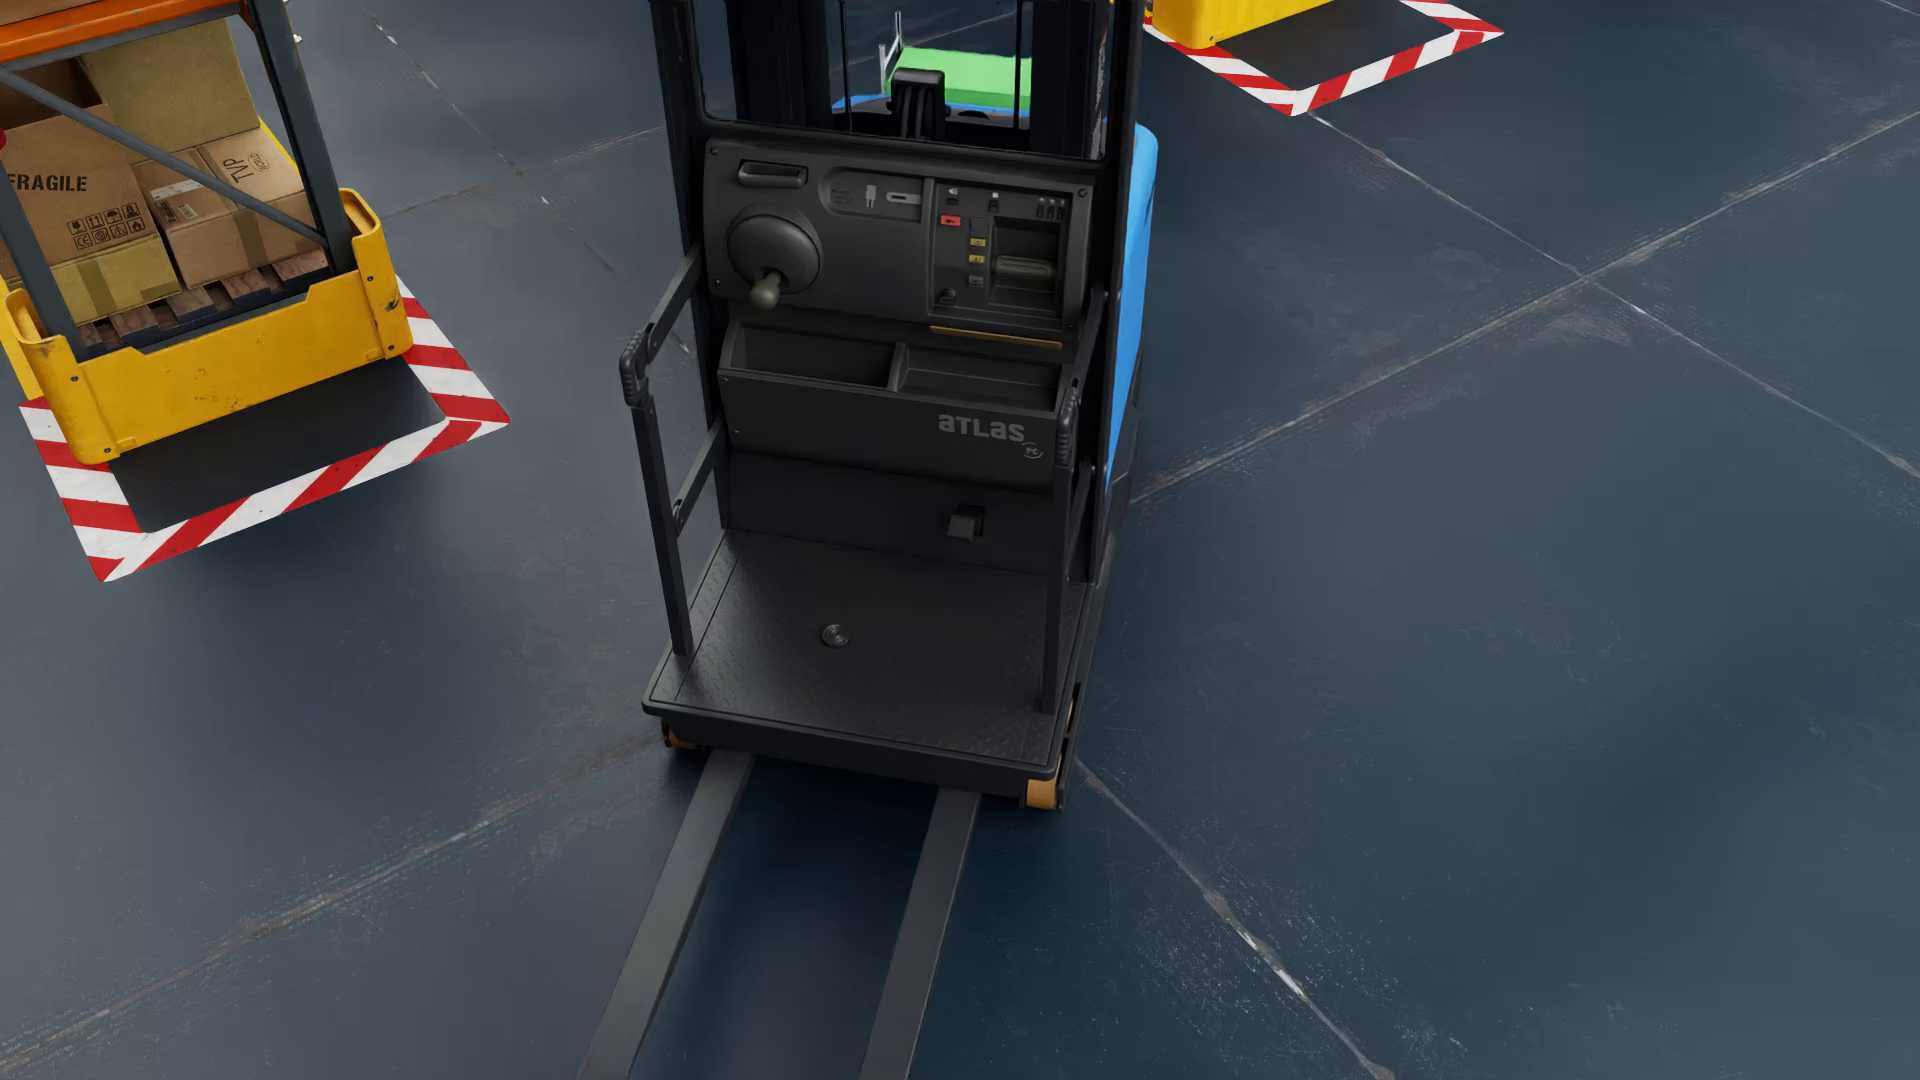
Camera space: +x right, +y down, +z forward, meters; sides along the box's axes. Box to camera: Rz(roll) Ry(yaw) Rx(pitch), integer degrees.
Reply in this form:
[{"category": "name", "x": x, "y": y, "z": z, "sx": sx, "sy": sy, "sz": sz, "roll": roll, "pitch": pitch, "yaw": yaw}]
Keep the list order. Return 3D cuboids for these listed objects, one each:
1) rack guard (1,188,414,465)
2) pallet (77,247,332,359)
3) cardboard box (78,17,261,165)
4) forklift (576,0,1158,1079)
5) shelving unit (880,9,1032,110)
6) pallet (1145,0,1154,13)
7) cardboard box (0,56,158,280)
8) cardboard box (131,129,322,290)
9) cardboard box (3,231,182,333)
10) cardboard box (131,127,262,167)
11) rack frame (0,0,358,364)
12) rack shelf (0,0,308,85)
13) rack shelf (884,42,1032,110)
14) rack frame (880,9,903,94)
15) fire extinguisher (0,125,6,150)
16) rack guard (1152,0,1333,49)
[{"category": "rack guard", "x": -2.521, "y": -0.740, "z": 5.663, "sx": 1.175, "sy": 0.500, "sz": 0.348, "roll": -26, "pitch": 49, "yaw": -24}, {"category": "pallet", "x": -3.007, "y": -1.066, "z": 6.213, "sx": 1.003, "sy": 0.211, "sz": 1.213, "roll": -26, "pitch": 49, "yaw": -24}, {"category": "cardboard box", "x": -2.947, "y": -1.760, "z": 6.066, "sx": 0.500, "sy": 0.500, "sz": 0.500, "roll": -26, "pitch": 49, "yaw": -24}, {"category": "forklift", "x": -0.198, "y": -0.621, "z": 3.778, "sx": 1.130, "sy": 2.935, "sz": 3.031, "roll": 8, "pitch": 44, "yaw": 9}, {"category": "shelving unit", "x": 0.024, "y": -1.134, "z": 5.568, "sx": 0.503, "sy": 1.200, "sz": 0.258, "roll": 8, "pitch": 44, "yaw": 8}, {"category": "pallet", "x": 0.988, "y": -3.090, "z": 8.334, "sx": 1.003, "sy": 0.211, "sz": 1.213, "roll": -26, "pitch": 49, "yaw": -24}, {"category": "cardboard box", "x": -3.086, "y": -1.272, "z": 5.555, "sx": 0.500, "sy": 0.500, "sz": 0.500, "roll": -26, "pitch": 49, "yaw": -24}, {"category": "cardboard box", "x": -2.659, "y": -1.207, "z": 6.029, "sx": 0.500, "sy": 0.250, "sz": 0.500, "roll": -26, "pitch": 49, "yaw": -24}, {"category": "cardboard box", "x": -3.084, "y": -1.002, "z": 5.814, "sx": 0.500, "sy": 0.250, "sz": 0.500, "roll": -26, "pitch": 49, "yaw": -24}, {"category": "cardboard box", "x": -2.948, "y": -1.488, "z": 6.324, "sx": 0.500, "sy": 0.250, "sz": 0.500, "roll": -26, "pitch": 49, "yaw": -24}, {"category": "rack frame", "x": -2.535, "y": -1.658, "z": 4.814, "sx": 1.000, "sy": 3.000, "sz": 0.127, "roll": -26, "pitch": 49, "yaw": -24}, {"category": "rack shelf", "x": -3.679, "y": -2.530, "z": 6.249, "sx": 1.077, "sy": 0.370, "sz": 4.000, "roll": -26, "pitch": 49, "yaw": -24}, {"category": "rack shelf", "x": 0.024, "y": -1.434, "z": 5.281, "sx": 0.480, "sy": 0.148, "sz": 0.258, "roll": 8, "pitch": 44, "yaw": 8}, {"category": "rack frame", "x": -0.215, "y": -1.167, "z": 5.604, "sx": 0.015, "sy": 1.200, "sz": 0.240, "roll": 8, "pitch": 44, "yaw": 8}, {"category": "fire extinguisher", "x": -2.848, "y": -1.379, "z": 4.578, "sx": 0.296, "sy": 0.674, "sz": 0.183, "roll": -26, "pitch": 49, "yaw": -24}, {"category": "rack guard", "x": 1.448, "y": -2.732, "z": 7.750, "sx": 1.175, "sy": 0.500, "sz": 0.348, "roll": -26, "pitch": 49, "yaw": -24}]
